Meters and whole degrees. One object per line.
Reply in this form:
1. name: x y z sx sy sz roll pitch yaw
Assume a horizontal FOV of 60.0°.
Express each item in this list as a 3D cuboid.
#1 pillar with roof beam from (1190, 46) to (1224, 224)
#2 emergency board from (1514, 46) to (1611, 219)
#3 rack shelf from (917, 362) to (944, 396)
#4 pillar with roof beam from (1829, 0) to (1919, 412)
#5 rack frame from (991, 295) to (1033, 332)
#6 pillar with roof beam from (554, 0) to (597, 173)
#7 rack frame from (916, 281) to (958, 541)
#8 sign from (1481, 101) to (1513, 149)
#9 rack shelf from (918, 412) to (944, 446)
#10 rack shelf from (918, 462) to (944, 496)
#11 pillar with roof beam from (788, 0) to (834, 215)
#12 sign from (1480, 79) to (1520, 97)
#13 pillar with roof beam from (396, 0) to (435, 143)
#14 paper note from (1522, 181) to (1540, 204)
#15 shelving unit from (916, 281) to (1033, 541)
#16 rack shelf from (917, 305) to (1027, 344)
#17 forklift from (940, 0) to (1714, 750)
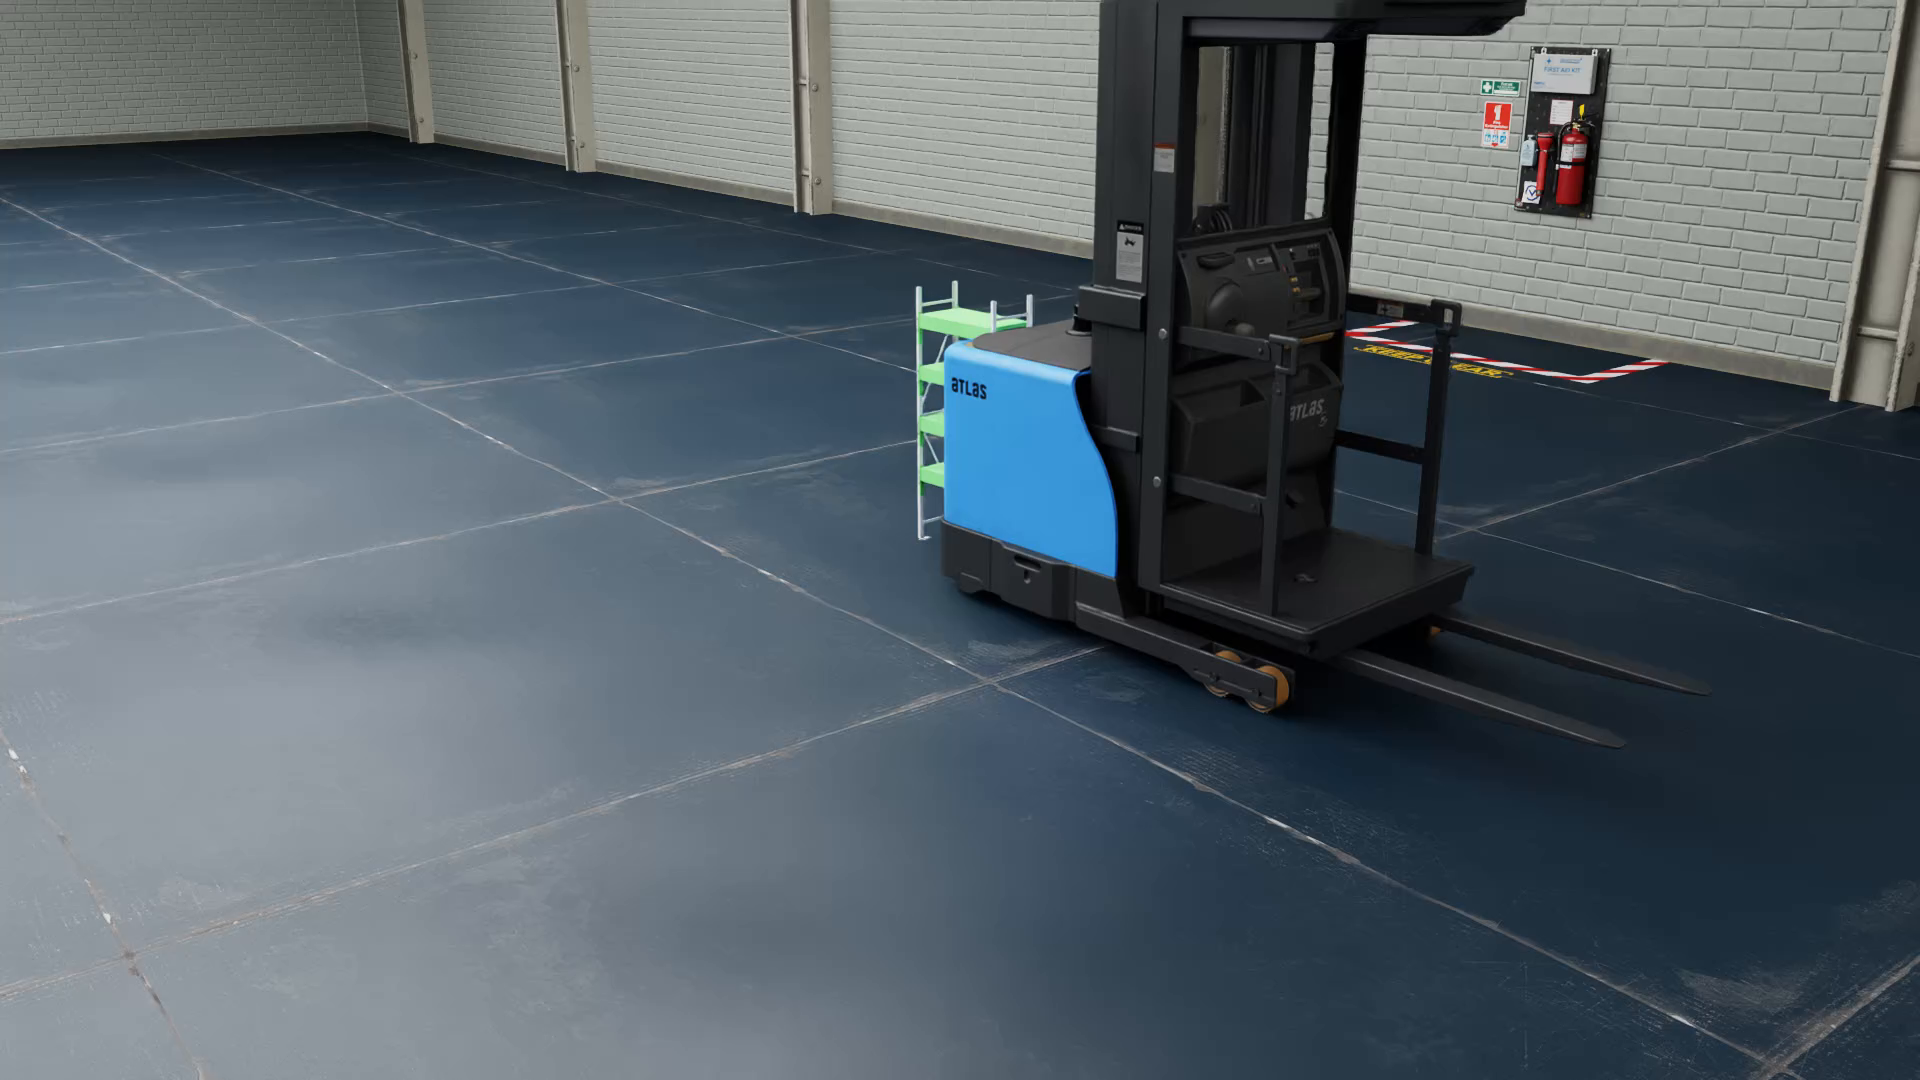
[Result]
1. pillar with roof beam: -1.351 -5.777 10.994 9.100 9.000 0.400 -14 23 -36
2. emergency board: 4.245 -2.907 11.871 0.194 1.169 0.643 -14 23 -36
3. rack shelf: 0.061 -0.704 7.521 0.258 0.148 0.480 -16 24 -40
4. pillar with roof beam: 2.374 -4.299 6.529 9.100 9.000 0.400 -14 23 -36
5. rack frame: 0.226 -0.481 7.405 0.240 1.200 0.015 -16 24 -40
6. pillar with roof beam: -8.802 -8.734 19.924 9.100 9.000 0.400 -14 23 -36
7. rack frame: -0.104 -0.594 7.747 0.240 1.200 0.015 -16 24 -40
8. sign: 3.982 -3.081 12.338 0.001 0.329 0.234 -14 23 -36
9. rack shelf: 0.061 -0.477 7.596 0.258 0.148 0.480 -16 24 -40
10. rack shelf: 0.061 -0.249 7.672 0.258 0.148 0.480 -16 24 -40
11. pillar with roof beam: -5.076 -7.256 15.459 9.100 9.000 0.400 -14 23 -36
12. sign: 3.978 -3.329 12.246 0.001 0.109 0.331 -14 23 -36
13. pillar with roof beam: -12.527 -10.213 24.389 9.100 9.000 0.400 -14 23 -36
14. paper note: 4.189 -2.546 12.182 0.016 0.148 0.142 -14 23 -36
15. shelving unit: 0.061 -0.537 7.576 0.258 1.200 0.503 -16 24 -40
16. rack shelf: 0.061 -0.932 7.445 0.258 0.148 0.480 -16 24 -40
17. forklift: 1.281 -0.952 6.074 1.130 2.935 3.031 -16 24 -40
